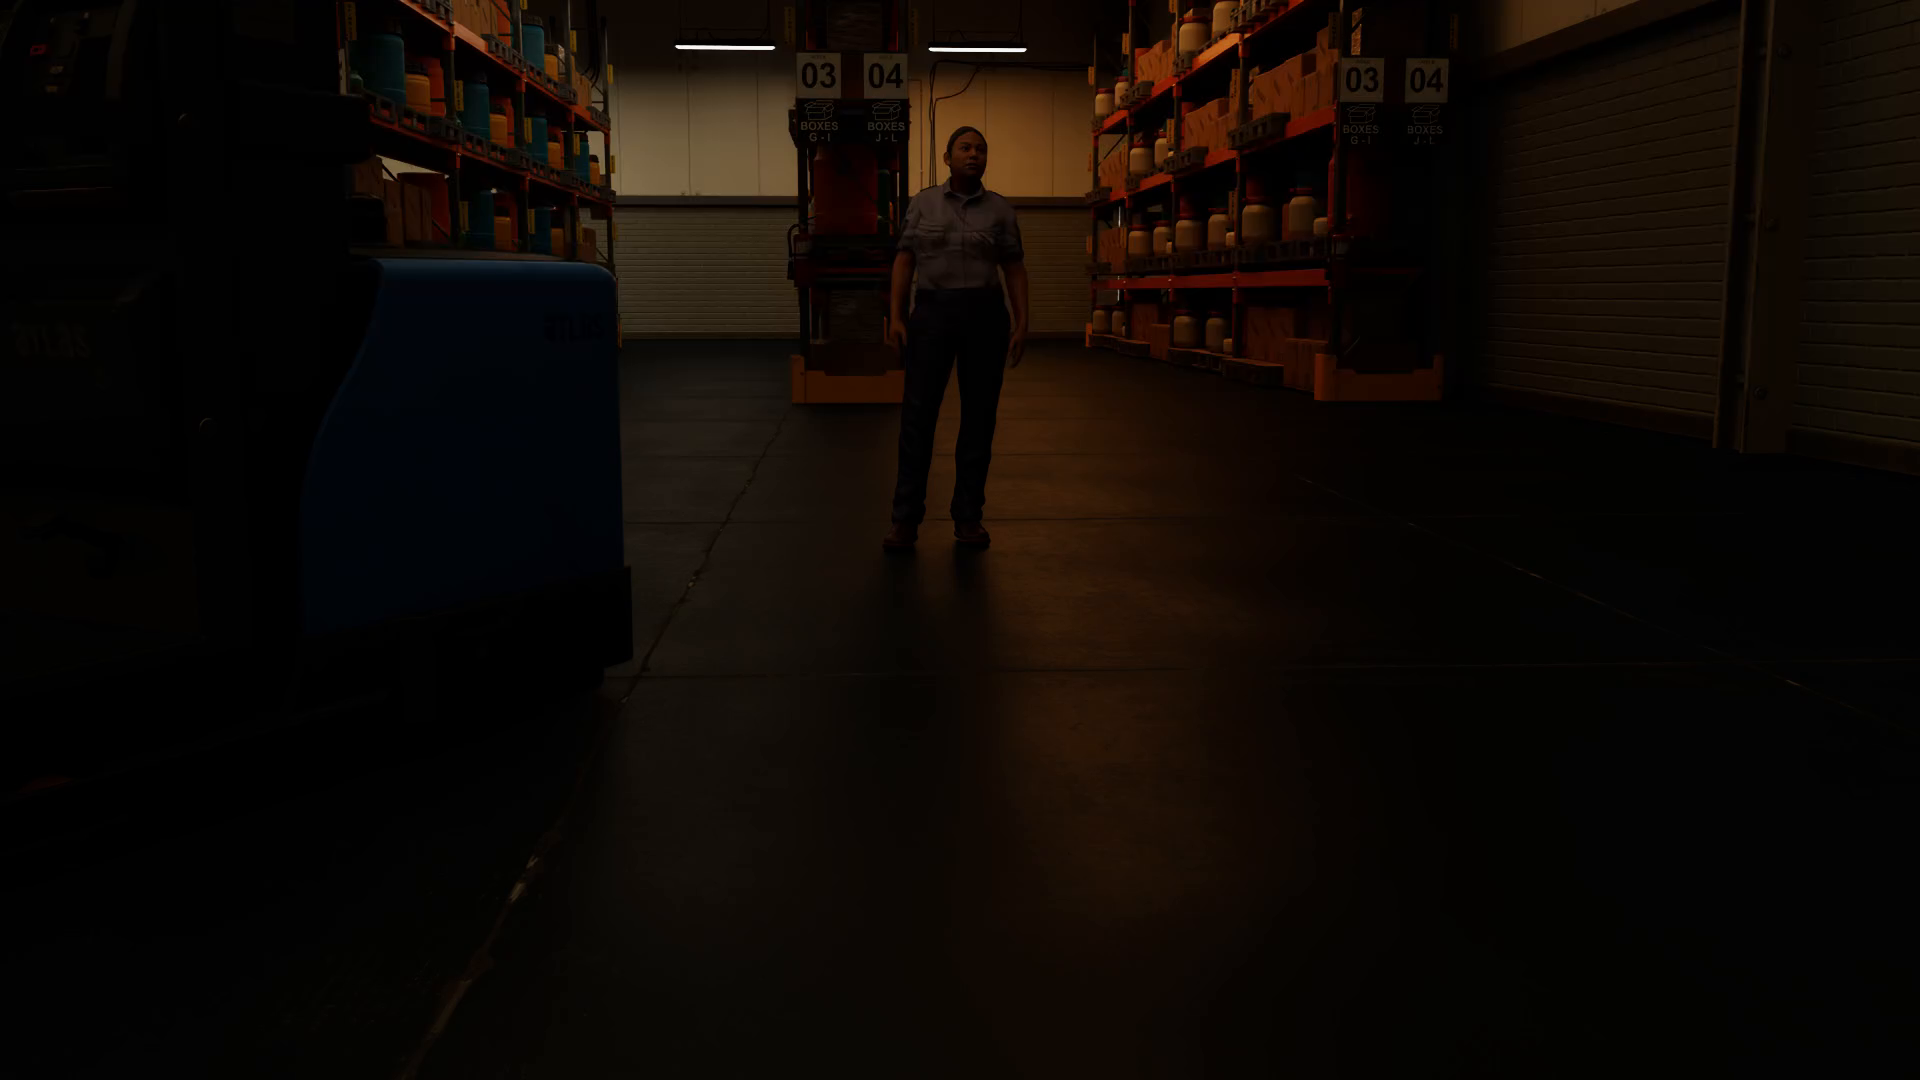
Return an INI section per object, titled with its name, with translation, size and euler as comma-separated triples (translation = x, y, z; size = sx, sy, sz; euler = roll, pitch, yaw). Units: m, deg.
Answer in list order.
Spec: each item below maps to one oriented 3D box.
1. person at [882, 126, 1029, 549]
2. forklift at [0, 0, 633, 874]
[person]
translation = -0.017, -0.809, 6.598
size = 0.599, 1.650, 0.503
euler = -1, 8, -4
[forklift]
translation = -1.985, -0.922, 3.037
size = 1.130, 2.935, 3.031
euler = 5, 10, 28
